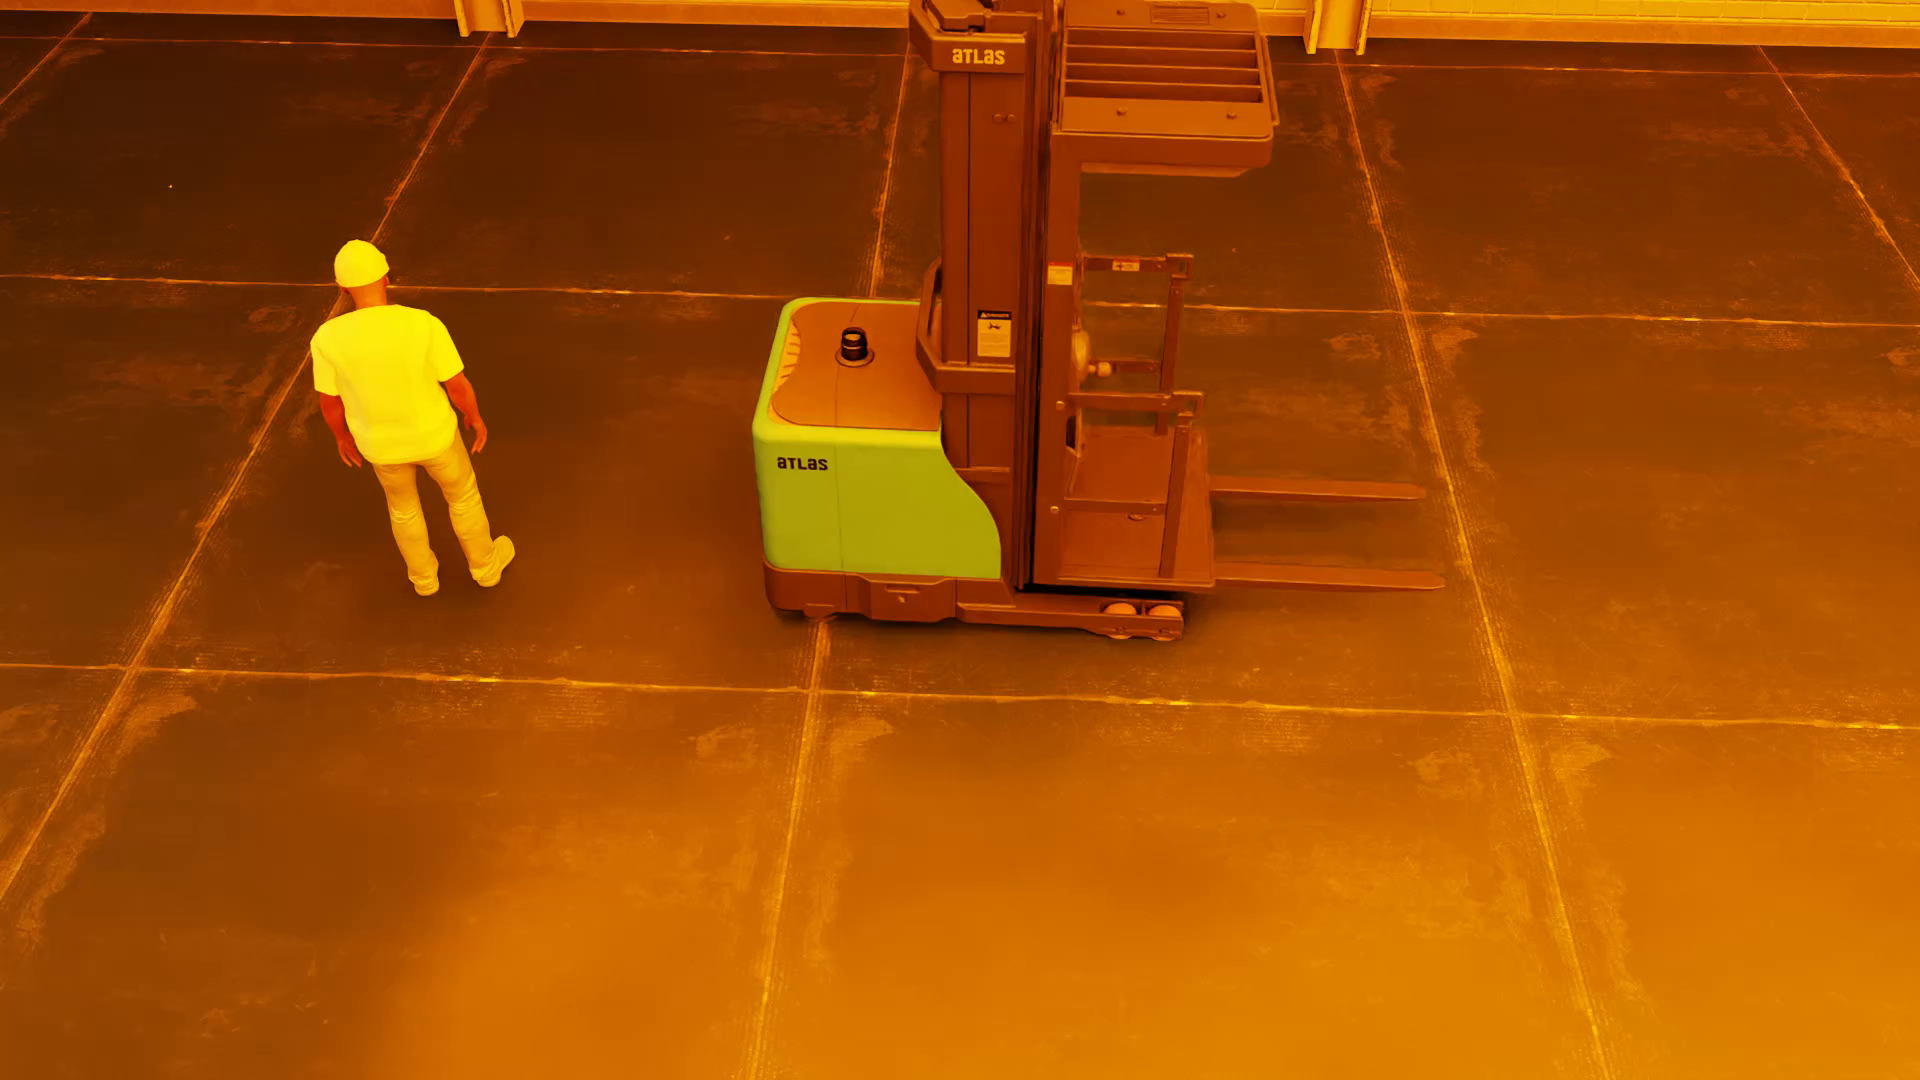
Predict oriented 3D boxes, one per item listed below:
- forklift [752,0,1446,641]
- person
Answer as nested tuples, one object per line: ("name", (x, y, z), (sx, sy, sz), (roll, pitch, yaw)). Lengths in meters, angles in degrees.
("forklift", (0.663, -1.005, 6.843), (3.031, 2.935, 1.130), (3, 42, 3))
("person", (-2.368, -0.484, 7.145), (0.627, 1.759, 0.462), (-7, 43, -7))
